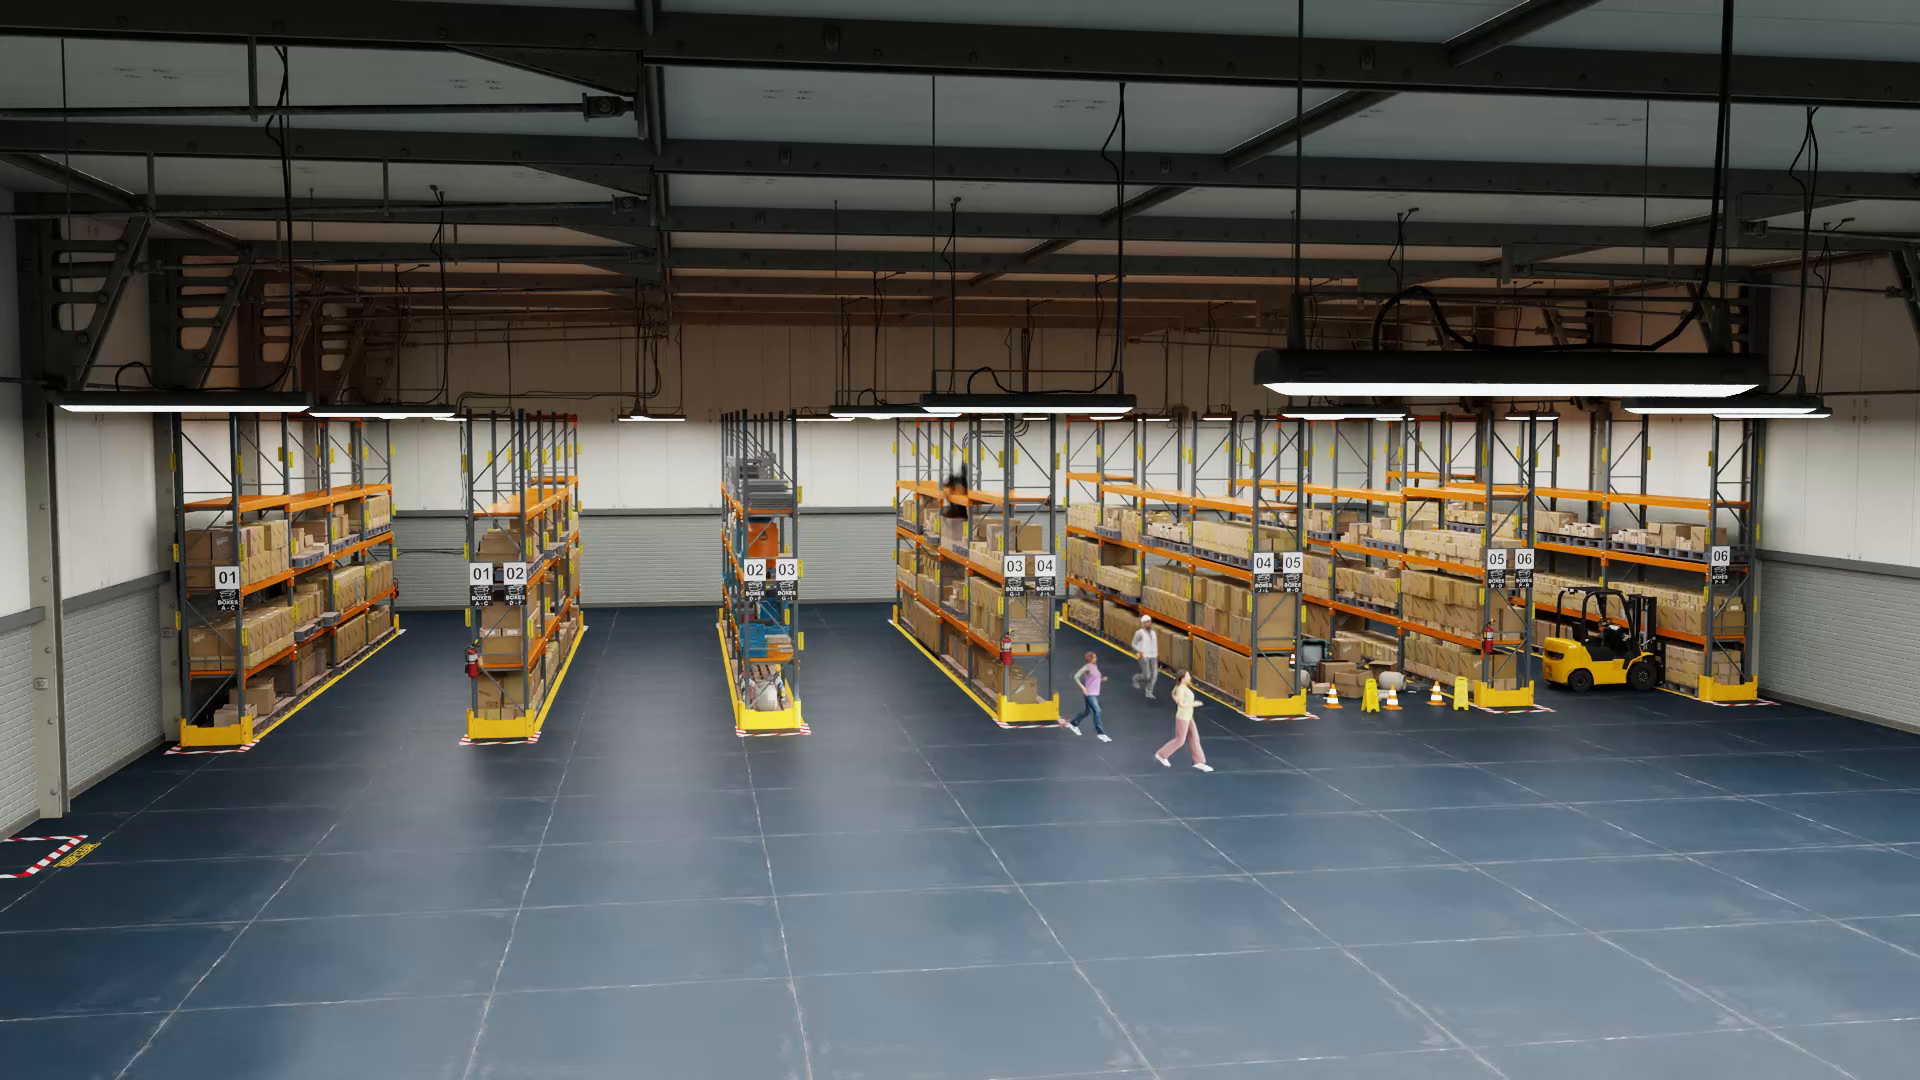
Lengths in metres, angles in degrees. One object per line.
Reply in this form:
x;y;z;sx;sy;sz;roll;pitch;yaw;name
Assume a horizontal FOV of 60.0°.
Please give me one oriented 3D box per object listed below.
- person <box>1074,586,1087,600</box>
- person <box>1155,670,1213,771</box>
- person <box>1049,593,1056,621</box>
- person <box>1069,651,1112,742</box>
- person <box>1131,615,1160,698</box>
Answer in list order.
3.702;1.445;49.888;0.580;1.608;0.699;1;4;7;person
3.678;2.957;27.328;0.950;1.674;0.574;1;4;17;person
2.345;1.797;45.234;0.547;1.586;0.775;0;4;-6;person
2.351;2.805;30.042;0.869;1.600;0.528;2;4;26;person
3.901;2.435;34.852;0.660;1.732;0.634;-2;5;-29;person
